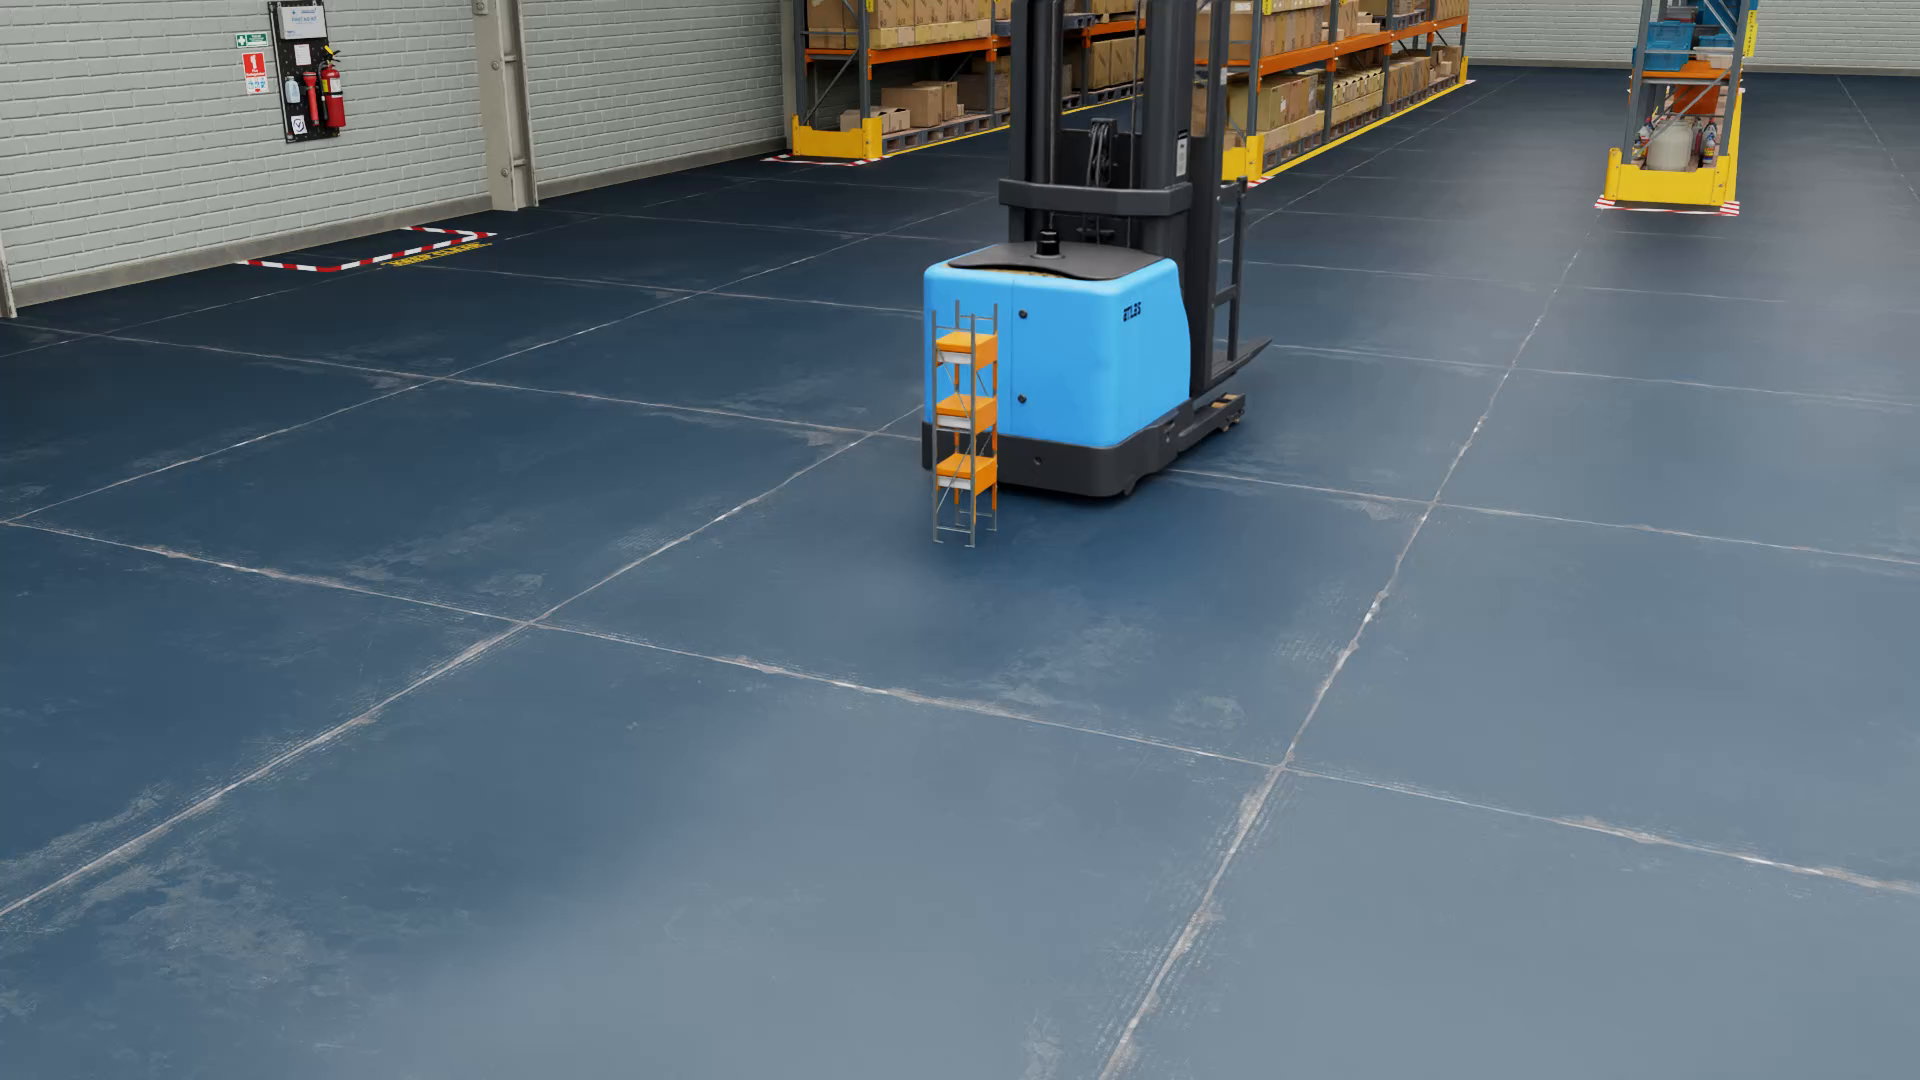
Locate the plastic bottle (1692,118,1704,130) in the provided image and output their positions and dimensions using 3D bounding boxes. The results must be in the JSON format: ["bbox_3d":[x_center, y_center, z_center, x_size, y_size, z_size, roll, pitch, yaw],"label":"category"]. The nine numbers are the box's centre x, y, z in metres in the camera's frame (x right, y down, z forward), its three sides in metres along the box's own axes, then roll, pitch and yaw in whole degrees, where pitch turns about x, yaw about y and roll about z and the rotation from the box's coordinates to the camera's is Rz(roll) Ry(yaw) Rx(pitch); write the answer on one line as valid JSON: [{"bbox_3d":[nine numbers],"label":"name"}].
[{"bbox_3d":[8.936,-4.930,20.152,0.144,0.351,0.185,9,21,23],"label":"plastic bottle"}]

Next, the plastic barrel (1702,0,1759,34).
[{"bbox_3d":[9.503,-6.500,20.523,0.600,0.901,0.708,9,21,23],"label":"plastic barrel"}]

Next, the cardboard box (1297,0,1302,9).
[{"bbox_3d":[4.008,-6.639,20.544,0.380,0.149,0.250,9,22,24],"label":"cardboard box"}]

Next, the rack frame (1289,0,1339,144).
[{"bbox_3d":[4.551,-6.869,22.306,1.000,3.000,0.127,9,21,23],"label":"rack frame"}]

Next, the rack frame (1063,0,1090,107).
[{"bbox_3d":[1.668,-8.770,27.652,1.000,3.000,0.127,9,21,23],"label":"rack frame"}]

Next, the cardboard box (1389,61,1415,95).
[{"bbox_3d":[7.265,-7.695,27.702,0.500,0.500,0.500,8,21,21],"label":"cardboard box"}]

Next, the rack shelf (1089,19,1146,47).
[{"bbox_3d":[2.487,-9.042,29.492,1.077,0.370,4.000,9,21,23],"label":"rack shelf"}]

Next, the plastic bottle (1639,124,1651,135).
[{"bbox_3d":[8.032,-4.713,19.540,0.144,0.351,0.185,10,22,25],"label":"plastic bottle"}]

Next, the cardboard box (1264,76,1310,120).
[{"bbox_3d":[4.144,-5.648,21.231,0.500,0.500,0.500,9,21,23],"label":"cardboard box"}]

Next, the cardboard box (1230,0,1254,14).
[{"bbox_3d":[3.270,-6.089,18.996,0.380,0.149,0.250,8,21,22],"label":"cardboard box"}]

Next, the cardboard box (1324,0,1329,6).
[{"bbox_3d":[4.635,-7.109,21.864,0.380,0.149,0.250,9,21,23],"label":"cardboard box"}]

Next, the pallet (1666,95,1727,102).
[{"bbox_3d":[11.991,-7.089,27.088,1.003,0.211,1.213,9,21,23],"label":"pallet"}]

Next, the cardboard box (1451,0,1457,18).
[{"bbox_3d":[8.905,-9.945,30.807,0.500,0.500,0.500,8,21,22],"label":"cardboard box"}]

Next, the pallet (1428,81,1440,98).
[{"bbox_3d":[8.109,-8.210,30.240,1.003,0.211,1.213,9,21,23],"label":"pallet"}]

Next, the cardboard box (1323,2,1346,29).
[{"bbox_3d":[5.096,-7.309,23.396,0.500,0.500,0.500,10,22,27],"label":"cardboard box"}]

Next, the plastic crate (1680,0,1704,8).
[{"bbox_3d":[12.225,-8.844,27.793,0.392,0.384,0.575,9,21,23],"label":"plastic crate"}]

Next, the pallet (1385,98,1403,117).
[{"bbox_3d":[6.529,-7.001,26.838,1.003,0.211,1.213,9,21,23],"label":"pallet"}]

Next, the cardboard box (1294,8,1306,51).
[{"bbox_3d":[3.956,-6.464,21.019,0.700,0.500,0.500,9,21,24],"label":"cardboard box"}]

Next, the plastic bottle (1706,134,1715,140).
[{"bbox_3d":[8.639,-4.534,19.155,0.097,0.271,0.097,0,20,0],"label":"plastic bottle"}]

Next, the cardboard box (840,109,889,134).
[{"bbox_3d":[-1.242,-5.464,21.712,0.500,0.311,0.500,6,20,17],"label":"cardboard box"}]

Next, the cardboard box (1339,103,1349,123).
[{"bbox_3d":[5.153,-6.016,23.386,0.500,0.250,0.500,9,22,24],"label":"cardboard box"}]

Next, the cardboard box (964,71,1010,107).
[{"bbox_3d":[0.482,-6.969,25.661,0.700,0.500,0.500,8,21,22],"label":"cardboard box"}]

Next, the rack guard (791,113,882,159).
[{"bbox_3d":[-1.576,-5.170,21.260,1.175,0.500,0.348,9,21,23],"label":"rack guard"}]

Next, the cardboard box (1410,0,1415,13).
[{"bbox_3d":[7.160,-9.011,27.553,0.700,0.500,0.500,3,20,9],"label":"cardboard box"}]

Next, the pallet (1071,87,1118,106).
[{"bbox_3d":[2.060,-7.687,28.768,1.003,0.211,1.213,9,21,23],"label":"pallet"}]

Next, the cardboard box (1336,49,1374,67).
[{"bbox_3d":[6.377,-7.810,26.908,0.500,0.250,0.500,9,22,25],"label":"cardboard box"}]

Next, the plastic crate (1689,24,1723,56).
[{"bbox_3d":[8.738,-6.016,20.001,0.767,0.338,0.504,9,21,23],"label":"plastic crate"}]

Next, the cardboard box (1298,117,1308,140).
[{"bbox_3d":[4.156,-5.293,21.352,0.500,0.250,0.500,9,21,23],"label":"cardboard box"}]

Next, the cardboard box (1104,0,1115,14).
[{"bbox_3d":[2.324,-9.239,28.347,0.500,0.500,0.500,9,22,24],"label":"cardboard box"}]

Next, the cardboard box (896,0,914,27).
[{"bbox_3d":[-0.926,-6.871,21.387,0.500,0.500,0.500,9,21,23],"label":"cardboard box"}]

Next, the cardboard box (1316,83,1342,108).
[{"bbox_3d":[4.948,-6.127,22.861,0.500,0.311,0.500,9,21,23],"label":"cardboard box"}]

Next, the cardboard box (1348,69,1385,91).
[{"bbox_3d":[6.199,-7.064,25.495,0.500,0.311,0.500,9,22,24],"label":"cardboard box"}]

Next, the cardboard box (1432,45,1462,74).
[{"bbox_3d":[9.467,-9.366,32.403,0.500,0.500,0.500,9,21,23],"label":"cardboard box"}]

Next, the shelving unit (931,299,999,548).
[{"bbox_3d":[0.022,-0.511,7.339,0.215,1.050,0.252,9,21,23],"label":"shelving unit"}]

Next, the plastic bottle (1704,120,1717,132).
[{"bbox_3d":[8.989,-4.852,19.932,0.144,0.351,0.185,7,21,20],"label":"plastic bottle"}]

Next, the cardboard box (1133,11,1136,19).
[{"bbox_3d":[2.982,-9.434,29.864,0.380,0.149,0.250,9,21,23],"label":"cardboard box"}]

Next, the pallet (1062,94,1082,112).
[{"bbox_3d":[1.347,-7.217,27.448,1.003,0.211,1.213,9,21,23],"label":"pallet"}]

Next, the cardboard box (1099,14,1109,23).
[{"bbox_3d":[2.312,-8.875,28.293,0.380,0.149,0.250,9,22,24],"label":"cardboard box"}]

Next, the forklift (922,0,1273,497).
[{"bbox_3d":[0.943,-2.034,8.813,1.130,2.935,3.031,10,22,26],"label":"forklift"}]

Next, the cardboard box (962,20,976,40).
[{"bbox_3d":[-0.099,-7.148,23.286,0.500,0.250,0.500,9,21,23],"label":"cardboard box"}]

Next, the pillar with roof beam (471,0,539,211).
[{"bbox_3d":[-0.640,-7.059,13.887,9.100,9.000,0.400,9,21,23],"label":"pillar with roof beam"}]

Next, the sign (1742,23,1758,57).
[{"bbox_3d":[7.931,-5.019,16.691,0.100,0.325,0.005,9,21,23],"label":"sign"}]

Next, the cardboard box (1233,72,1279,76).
[{"bbox_3d":[3.878,-5.871,21.860,0.500,0.500,0.500,9,21,23],"label":"cardboard box"}]

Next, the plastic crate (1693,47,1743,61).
[{"bbox_3d":[8.635,-5.532,18.942,0.530,0.136,0.437,9,21,23],"label":"plastic crate"}]

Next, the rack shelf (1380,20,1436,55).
[{"bbox_3d":[7.008,-8.364,27.584,1.077,0.370,4.000,9,21,23],"label":"rack shelf"}]

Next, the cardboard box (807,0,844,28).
[{"bbox_3d":[-1.608,-6.790,21.159,0.500,0.500,0.500,8,21,22],"label":"cardboard box"}]

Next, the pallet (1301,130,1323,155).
[{"bbox_3d":[4.187,-5.317,22.105,1.003,0.211,1.213,9,21,23],"label":"pallet"}]

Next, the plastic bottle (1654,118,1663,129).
[{"bbox_3d":[8.491,-4.937,20.172,0.144,0.351,0.185,9,21,23],"label":"plastic bottle"}]

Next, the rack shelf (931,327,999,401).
[{"bbox_3d":[0.022,-0.768,7.247,0.215,0.259,0.240,9,21,23],"label":"rack shelf"}]

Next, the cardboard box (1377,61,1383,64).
[{"bbox_3d":[6.780,-7.758,27.882,0.500,0.500,0.500,8,21,21],"label":"cardboard box"}]
